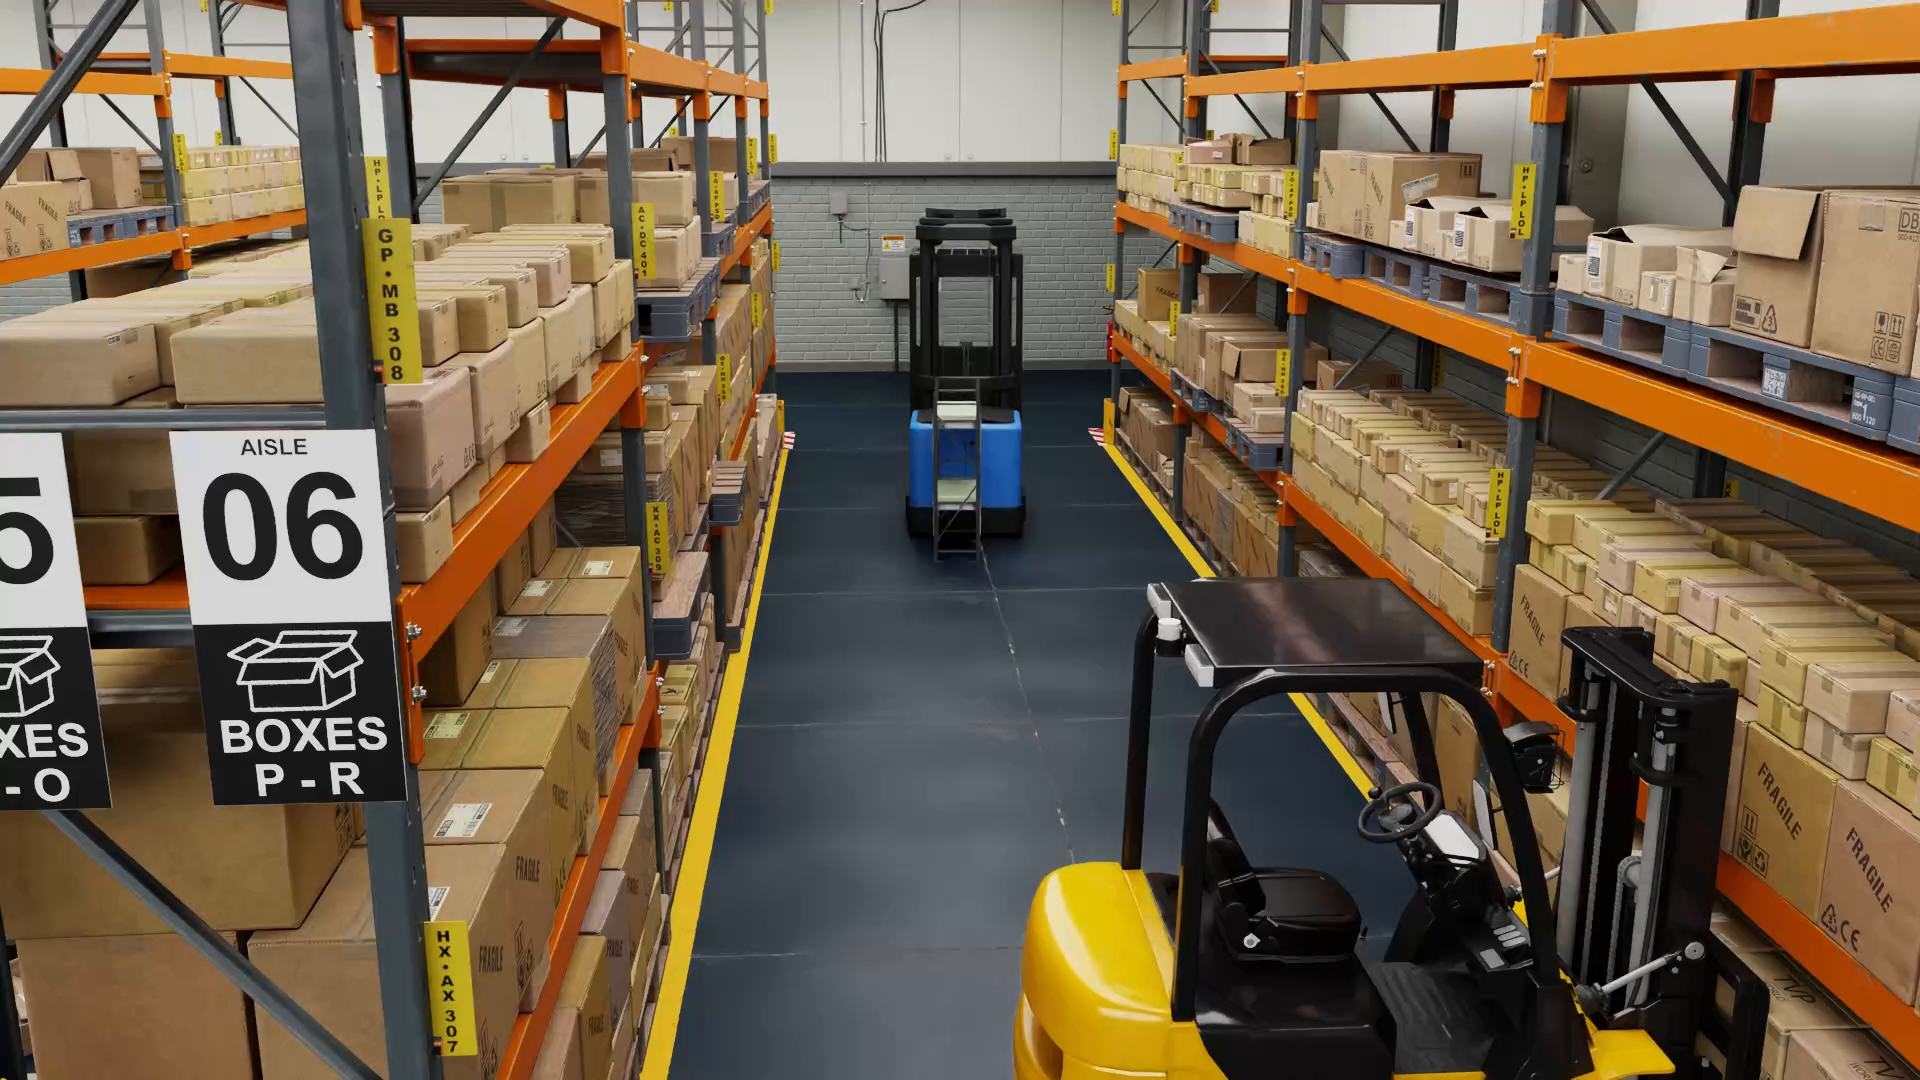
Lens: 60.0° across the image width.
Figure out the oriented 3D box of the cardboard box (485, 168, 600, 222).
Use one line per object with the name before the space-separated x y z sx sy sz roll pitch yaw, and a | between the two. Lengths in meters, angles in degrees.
cardboard box | -2.160 -1.801 8.665 0.500 0.250 0.500 -1 14 -3

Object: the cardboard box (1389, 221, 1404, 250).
cardboard box | 2.623 -1.701 9.281 0.380 0.149 0.250 -1 14 -4

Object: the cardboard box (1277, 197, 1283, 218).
cardboard box | 2.544 -2.440 12.195 0.380 0.149 0.250 -1 14 -2

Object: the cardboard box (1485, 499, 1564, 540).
cardboard box | 2.799 -0.101 8.122 0.380 0.149 0.250 0 14 -2

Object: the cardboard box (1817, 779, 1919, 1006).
cardboard box | 2.974 1.042 4.981 0.500 0.500 0.500 0 14 -2

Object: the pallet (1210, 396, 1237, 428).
pallet | 2.669 -1.043 13.668 1.003 0.211 1.213 -1 14 -3

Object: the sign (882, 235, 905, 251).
sign | -0.991 -4.413 24.724 0.339 0.242 0.001 -1 14 -3

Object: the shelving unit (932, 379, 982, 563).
shelving unit | -0.025 -0.619 14.647 0.431 1.500 0.755 0 14 0

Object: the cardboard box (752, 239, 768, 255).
cardboard box | -2.294 -3.199 18.155 0.380 0.149 0.250 -1 14 -4

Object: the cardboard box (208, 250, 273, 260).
cardboard box | -7.205 -2.643 16.697 0.500 0.500 0.500 -1 14 -5

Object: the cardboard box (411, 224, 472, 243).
cardboard box | -2.218 -1.214 6.831 0.380 0.149 0.250 -1 14 -4

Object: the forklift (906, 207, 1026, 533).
forklift | 0.059 -1.789 16.320 1.130 2.935 3.031 0 14 0

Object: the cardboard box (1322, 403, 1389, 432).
cardboard box | 2.579 -0.801 10.841 0.380 0.149 0.250 0 14 -2

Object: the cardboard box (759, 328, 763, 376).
cardboard box | -2.203 -1.864 16.273 0.500 0.500 0.500 -1 14 -3

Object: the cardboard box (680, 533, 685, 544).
cardboard box | -1.719 -0.061 9.130 0.380 0.149 0.250 -1 14 -3

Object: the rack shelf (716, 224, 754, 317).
rack shelf | -2.284 -2.176 13.112 1.077 0.370 4.000 -1 14 -3

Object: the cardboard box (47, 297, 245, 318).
cardboard box | -1.992 -0.510 4.095 0.380 0.149 0.250 -1 14 -4

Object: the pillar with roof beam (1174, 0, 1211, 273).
pillar with roof beam | -1.266 -6.165 21.152 9.100 9.000 0.400 -1 14 -3

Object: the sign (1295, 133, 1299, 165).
sign | 3.100 -3.550 15.180 0.100 0.325 0.005 -1 14 -3

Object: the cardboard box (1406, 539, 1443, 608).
cardboard box | 2.713 0.169 8.874 0.500 0.250 0.500 -1 14 -4

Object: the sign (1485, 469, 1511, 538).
sign | 2.501 -0.169 7.722 0.100 0.325 0.005 -1 14 -3

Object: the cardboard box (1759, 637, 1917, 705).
cardboard box | 2.878 0.429 5.463 0.380 0.149 0.250 -1 14 -2

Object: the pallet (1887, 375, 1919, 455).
pallet | 3.272 -0.249 4.354 1.003 0.211 1.213 -1 14 -3

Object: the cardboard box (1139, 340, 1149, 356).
cardboard box | 2.112 -2.048 17.693 0.380 0.149 0.250 -1 14 -2

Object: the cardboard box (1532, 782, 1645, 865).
cardboard box | 2.780 1.239 7.083 0.500 0.250 0.500 -1 14 -3

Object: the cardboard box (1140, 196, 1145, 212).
cardboard box | 2.084 -3.507 17.345 0.380 0.149 0.250 -1 14 -3

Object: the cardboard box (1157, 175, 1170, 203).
cardboard box | 2.224 -3.416 16.192 0.500 0.250 0.500 -1 14 -5

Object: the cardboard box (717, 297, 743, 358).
cardboard box | -2.078 -1.740 13.785 0.500 0.500 0.500 0 14 -2

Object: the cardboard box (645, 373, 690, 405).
cardboard box | -1.777 -0.882 9.716 0.380 0.149 0.250 -2 15 -6

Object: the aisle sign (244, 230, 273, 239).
aisle sign | -7.894 -3.735 18.530 0.394 0.787 0.004 -1 14 -3

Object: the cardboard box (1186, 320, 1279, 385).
cardboard box | 2.385 -1.646 14.585 0.700 0.500 0.500 -1 14 -3

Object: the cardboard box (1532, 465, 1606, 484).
cardboard box | 3.219 -0.303 8.907 0.380 0.149 0.250 -1 14 -4

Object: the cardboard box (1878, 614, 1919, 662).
cardboard box | 3.415 0.359 5.736 0.380 0.149 0.250 -1 14 -3

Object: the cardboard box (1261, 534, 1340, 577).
cardboard box | 2.553 0.253 12.420 0.500 0.500 0.500 0 14 -2

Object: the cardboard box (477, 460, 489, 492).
cardboard box | -1.488 -0.195 4.472 0.380 0.149 0.250 -1 14 -4

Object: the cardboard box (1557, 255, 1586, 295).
cardboard box | 2.766 -1.124 7.039 0.380 0.149 0.250 -1 14 -2

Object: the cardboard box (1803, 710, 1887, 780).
cardboard box | 2.920 0.637 5.252 0.380 0.149 0.250 -1 14 -5

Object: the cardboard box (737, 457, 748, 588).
cardboard box | -2.171 -0.144 13.211 0.875 0.875 0.875 -1 14 -3

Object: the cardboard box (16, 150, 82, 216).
cardboard box | -7.377 -2.788 12.995 0.797 0.503 0.637 -1 14 -4

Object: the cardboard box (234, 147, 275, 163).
cardboard box | -7.262 -3.945 17.041 0.380 0.149 0.250 -1 14 -5

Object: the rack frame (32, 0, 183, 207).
rack frame | -7.342 -4.373 14.187 1.000 3.000 0.127 -1 14 -3

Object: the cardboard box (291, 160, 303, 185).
cardboard box | -7.307 -3.974 17.954 0.500 0.250 0.500 -1 14 -5

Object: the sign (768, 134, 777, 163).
sign | -2.113 -4.412 18.741 0.100 0.325 0.005 -1 14 -3

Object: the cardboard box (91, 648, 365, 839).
cardboard box | -1.938 0.489 4.527 0.700 0.500 0.500 -1 14 -3

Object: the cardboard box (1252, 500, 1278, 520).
cardboard box | 2.490 -0.212 12.924 0.380 0.149 0.250 -1 14 -5

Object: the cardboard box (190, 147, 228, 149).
cardboard box | -7.720 -3.939 17.016 0.380 0.149 0.250 0 14 -2

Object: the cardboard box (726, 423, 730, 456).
cardboard box | -1.989 -0.755 12.465 0.500 0.250 0.500 -1 14 -5

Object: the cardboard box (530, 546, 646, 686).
cardboard box | -1.636 0.334 7.133 0.500 0.500 0.500 -1 14 -5

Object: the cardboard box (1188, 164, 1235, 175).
cardboard box | 2.214 -3.227 14.618 0.380 0.149 0.250 -1 14 -3

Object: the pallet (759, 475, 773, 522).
pallet | -2.377 -0.409 16.417 1.003 0.211 1.213 -1 14 -3

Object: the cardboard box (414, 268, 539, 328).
cardboard box | -1.455 -0.709 4.871 0.380 0.149 0.250 0 14 -2

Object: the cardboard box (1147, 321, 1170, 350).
cardboard box | 2.208 -2.090 17.056 0.500 0.250 0.500 -1 14 -4

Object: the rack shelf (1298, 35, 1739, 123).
rack shelf | 2.918 -2.518 9.223 1.077 0.370 4.000 -1 14 -3

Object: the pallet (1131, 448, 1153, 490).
pallet | 2.426 -0.771 17.824 1.003 0.211 1.213 -1 14 -3

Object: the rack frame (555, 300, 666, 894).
rack frame | -1.912 0.420 7.597 1.000 3.000 0.127 -1 14 -3

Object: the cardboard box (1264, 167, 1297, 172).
cardboard box | 2.710 -2.979 13.651 0.380 0.149 0.250 -1 14 -3

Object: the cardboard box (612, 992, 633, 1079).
cardboard box | -1.537 1.950 6.326 0.500 0.250 0.500 -1 14 -3
